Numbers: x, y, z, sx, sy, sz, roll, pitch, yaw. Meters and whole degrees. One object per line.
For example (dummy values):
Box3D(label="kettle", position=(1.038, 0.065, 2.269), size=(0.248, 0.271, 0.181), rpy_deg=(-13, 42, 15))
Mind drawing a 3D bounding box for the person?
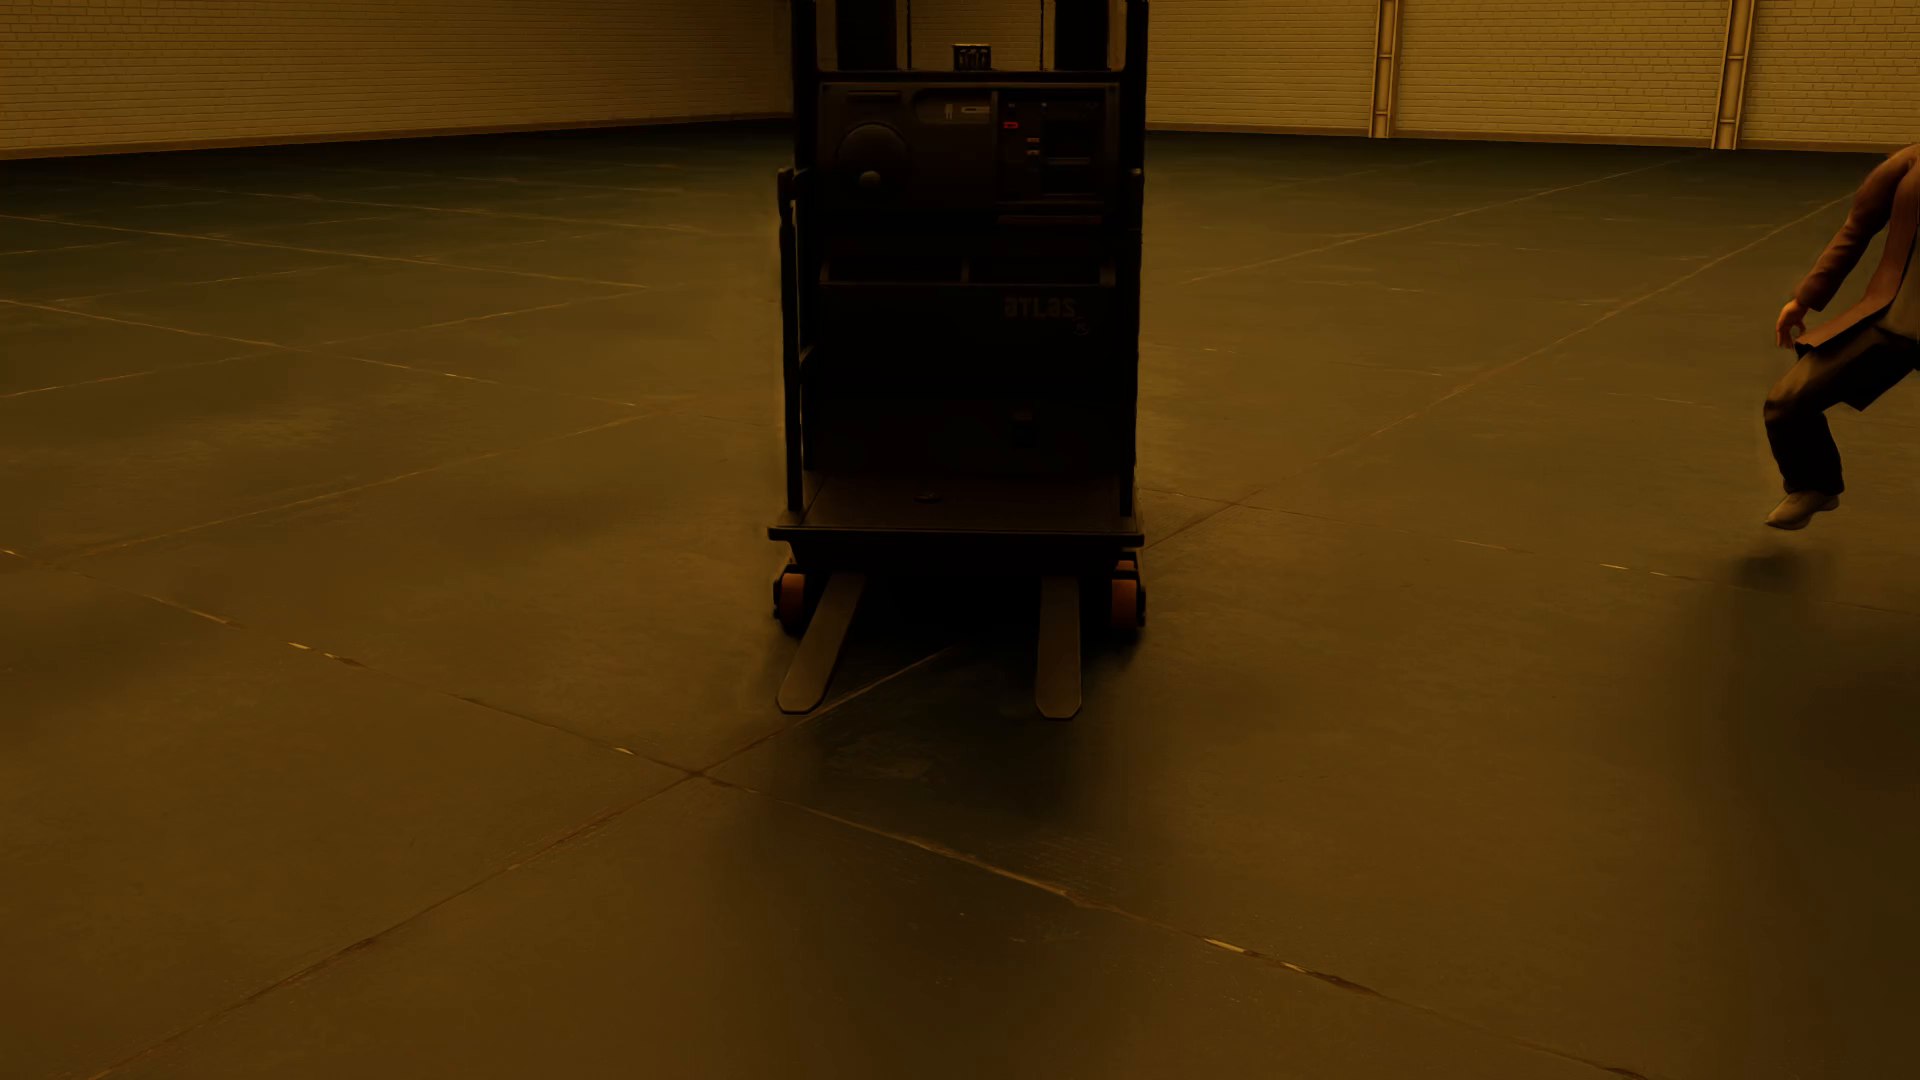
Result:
Box3D(label="person", position=(3.206, -0.706, 5.482), size=(0.666, 1.656, 0.987), rpy_deg=(-12, 21, -36))

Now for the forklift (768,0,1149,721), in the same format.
Box3D(label="forklift", position=(0.013, -1.221, 4.915), size=(1.130, 2.935, 3.031), rpy_deg=(1, 17, 3))
